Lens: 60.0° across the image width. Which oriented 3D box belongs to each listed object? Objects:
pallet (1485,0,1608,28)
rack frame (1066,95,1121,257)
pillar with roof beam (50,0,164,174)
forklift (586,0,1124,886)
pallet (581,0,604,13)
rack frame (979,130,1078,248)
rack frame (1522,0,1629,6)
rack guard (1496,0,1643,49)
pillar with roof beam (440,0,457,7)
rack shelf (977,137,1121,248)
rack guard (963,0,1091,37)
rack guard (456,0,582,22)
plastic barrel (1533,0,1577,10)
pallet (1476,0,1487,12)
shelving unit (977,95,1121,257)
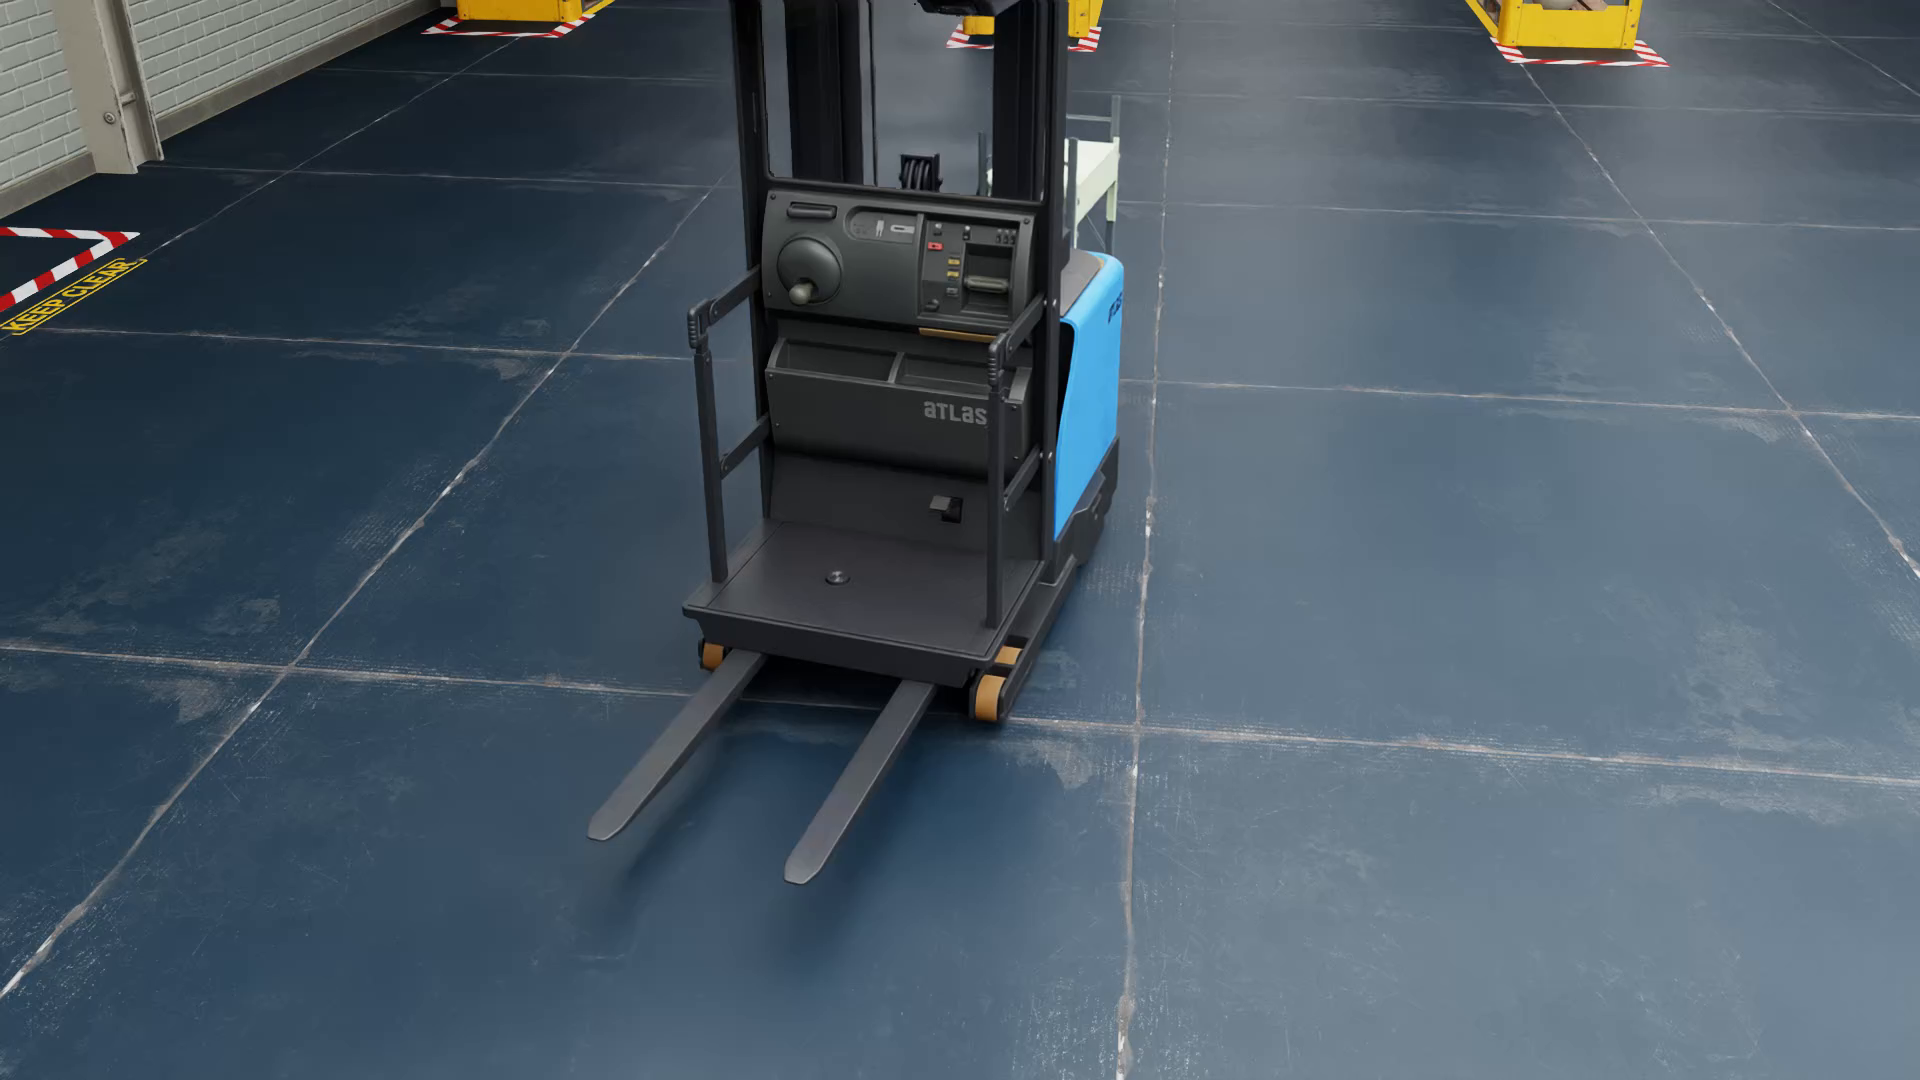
[{"bbox_3d":[5.608,-4.996,15.802,1.003,0.211,1.213,3,28,6],"label":"pallet"},{"bbox_3d":[0.495,-1.268,7.522,0.400,1.500,0.023,9,30,16],"label":"rack frame"},{"bbox_3d":[-1.527,-6.326,9.004,9.100,9.000,0.400,3,28,6],"label":"pillar with roof beam"},{"bbox_3d":[-0.277,-0.886,5.304,1.130,2.935,3.031,9,30,16],"label":"forklift"},{"bbox_3d":[-4.148,-5.568,16.862,1.003,0.211,1.213,3,28,6],"label":"pallet"},{"bbox_3d":[0.269,-0.938,6.910,0.400,1.500,0.023,9,30,16],"label":"rack frame"},{"bbox_3d":[5.541,-5.803,14.360,1.000,3.000,0.127,3,28,6],"label":"rack frame"},{"bbox_3d":[5.503,-4.741,15.024,1.175,0.500,0.348,3,28,6],"label":"rack guard"},{"bbox_3d":[-0.792,-9.150,14.246,9.100,9.000,0.400,3,28,6],"label":"pillar with roof beam"},{"bbox_3d":[0.382,-1.447,7.031,0.431,0.370,0.720,9,30,16],"label":"rack shelf"},{"bbox_3d":[0.622,-4.981,15.469,1.175,0.500,0.348,3,28,6],"label":"rack guard"},{"bbox_3d":[-4.282,-5.314,16.087,1.175,0.500,0.348,3,28,6],"label":"rack guard"},{"bbox_3d":[5.546,-5.207,15.433,0.421,0.512,0.421,0,28,0],"label":"plastic barrel"},{"bbox_3d":[5.760,-5.569,16.865,1.003,0.211,1.213,3,28,6],"label":"pallet"},{"bbox_3d":[0.382,-1.103,7.216,0.431,1.500,0.755,9,30,16],"label":"shelving unit"}]
